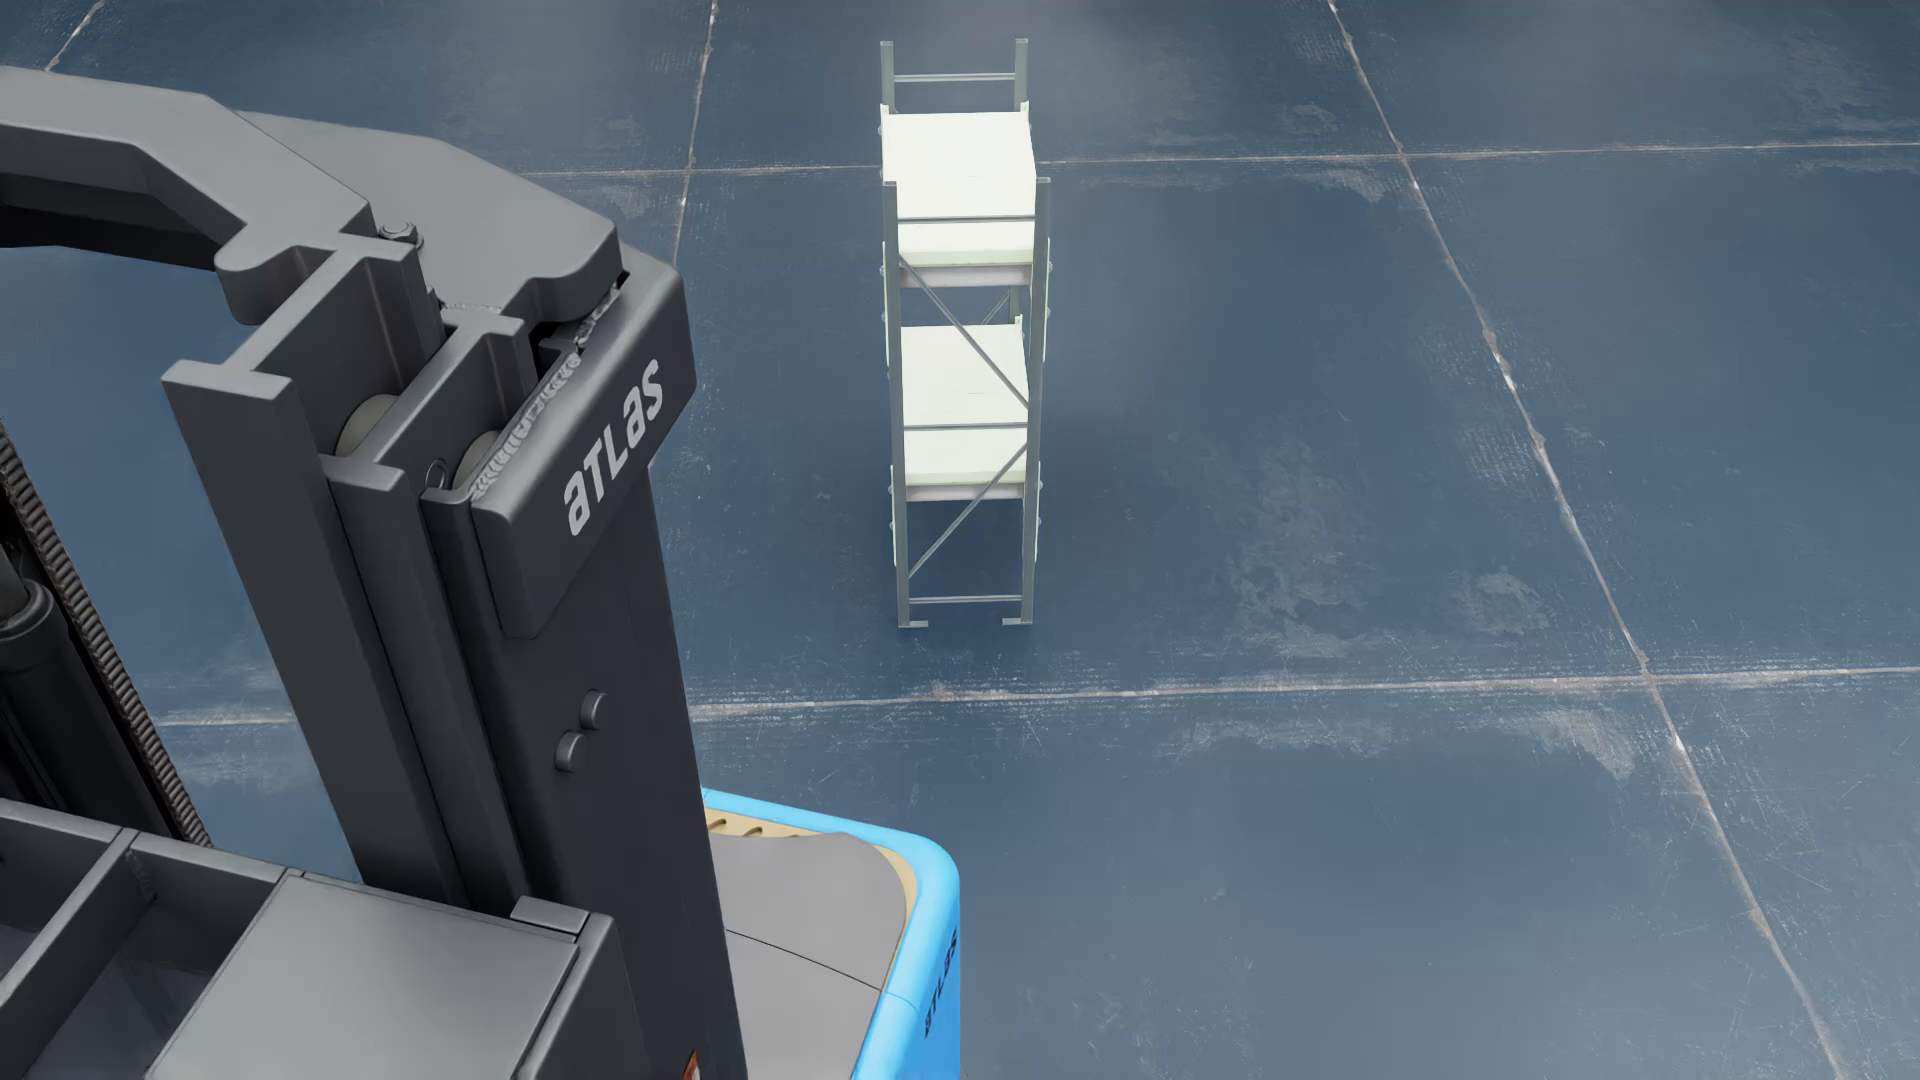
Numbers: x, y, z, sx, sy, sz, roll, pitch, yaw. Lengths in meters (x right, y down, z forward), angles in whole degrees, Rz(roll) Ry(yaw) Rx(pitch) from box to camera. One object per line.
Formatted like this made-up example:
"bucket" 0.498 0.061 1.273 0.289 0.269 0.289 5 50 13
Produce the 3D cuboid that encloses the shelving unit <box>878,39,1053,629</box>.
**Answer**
"shelving unit" 0.000 -0.548 4.738 0.431 1.500 0.755 -2 43 -2

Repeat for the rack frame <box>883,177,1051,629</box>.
"rack frame" 0.016 -0.301 4.469 0.400 1.500 0.023 -2 43 -2

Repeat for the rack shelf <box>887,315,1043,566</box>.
"rack shelf" 0.000 -0.308 4.959 0.431 0.370 0.720 -2 43 -2

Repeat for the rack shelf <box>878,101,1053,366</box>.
"rack shelf" 0.000 -0.836 4.475 0.431 0.370 0.720 -2 43 -2

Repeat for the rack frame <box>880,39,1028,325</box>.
"rack frame" -0.015 -0.795 5.008 0.400 1.500 0.023 -2 43 -2

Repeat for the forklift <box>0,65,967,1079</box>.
"forklift" -0.863 1.145 1.831 1.130 2.935 3.031 10 44 11
